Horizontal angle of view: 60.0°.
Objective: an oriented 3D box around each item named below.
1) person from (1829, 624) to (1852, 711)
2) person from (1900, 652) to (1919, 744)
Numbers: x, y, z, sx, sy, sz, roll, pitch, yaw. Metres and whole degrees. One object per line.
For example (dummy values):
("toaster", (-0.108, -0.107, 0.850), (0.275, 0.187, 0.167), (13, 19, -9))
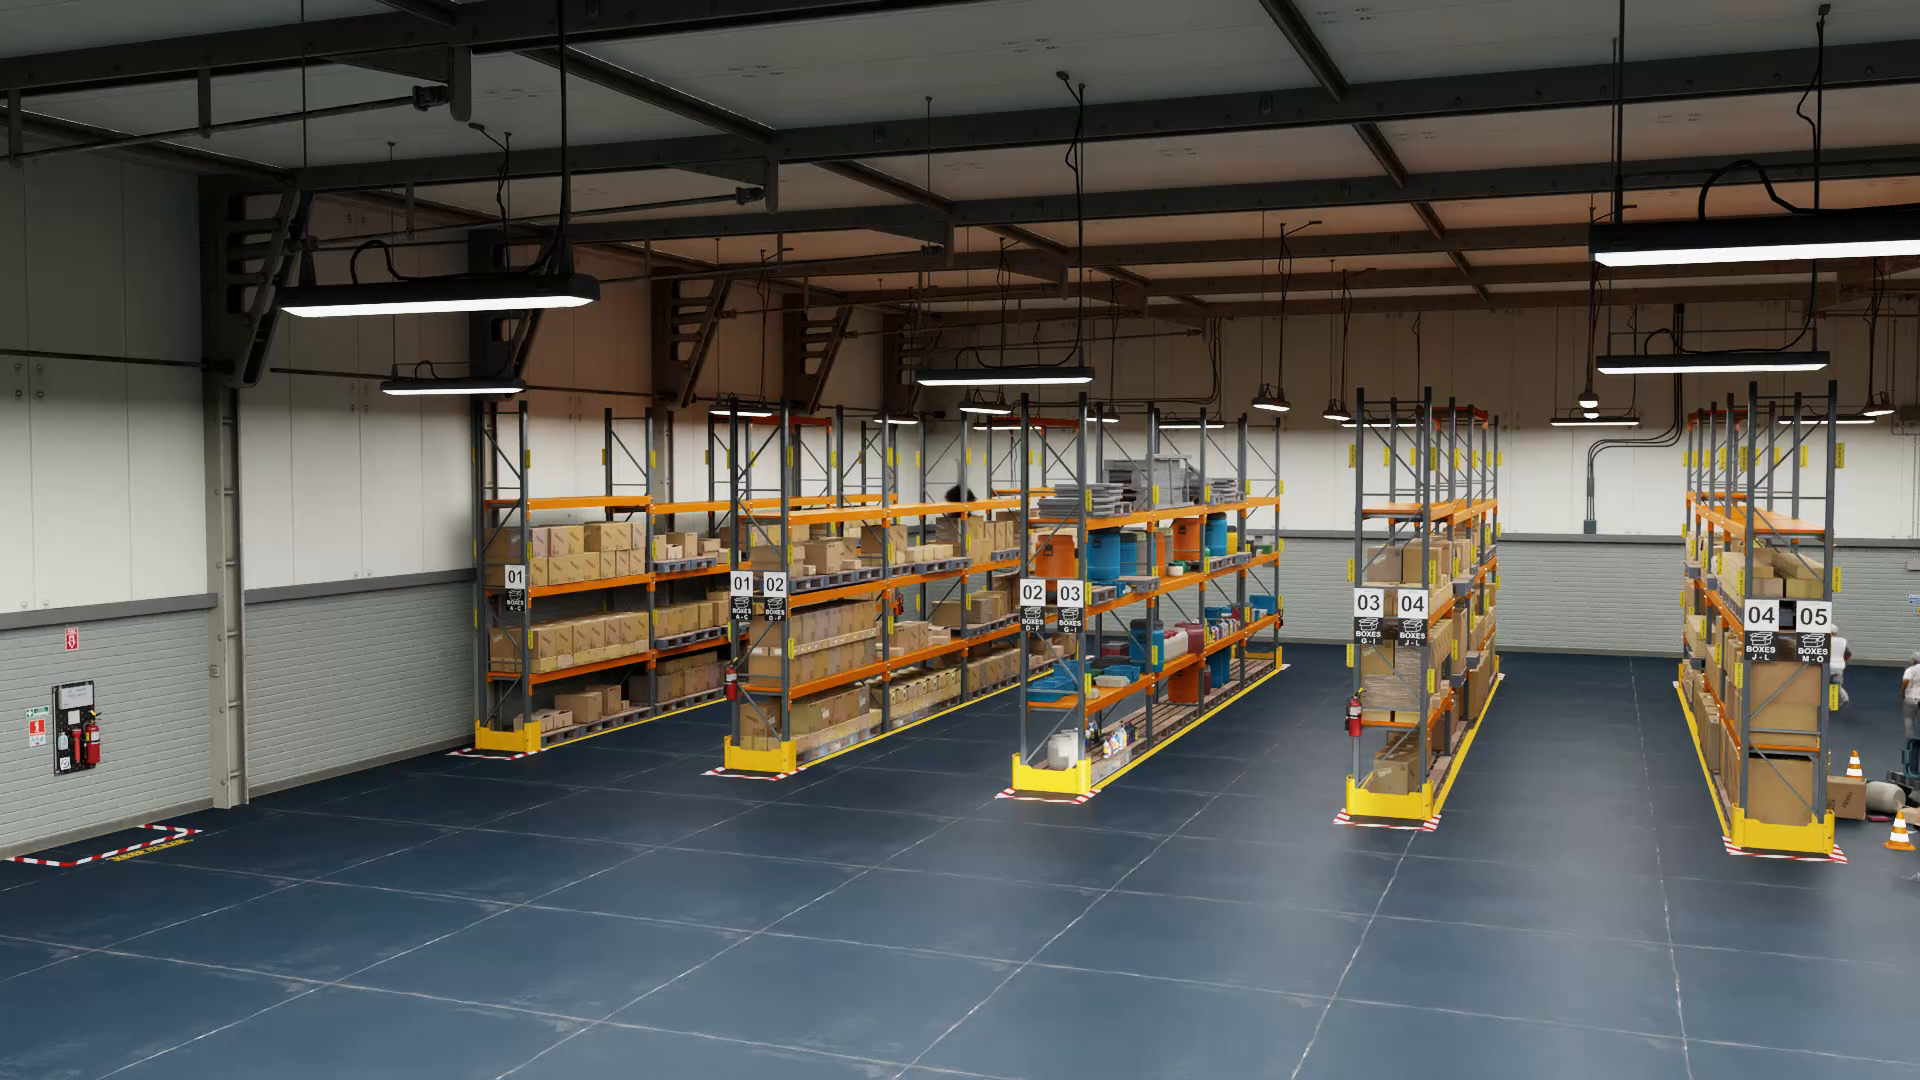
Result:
("person", (17.302, 2.543, 32.839), (0.684, 1.731, 0.790), (0, 3, 3))
("person", (16.678, 2.786, 28.953), (0.609, 1.655, 0.776), (0, 3, 8))
